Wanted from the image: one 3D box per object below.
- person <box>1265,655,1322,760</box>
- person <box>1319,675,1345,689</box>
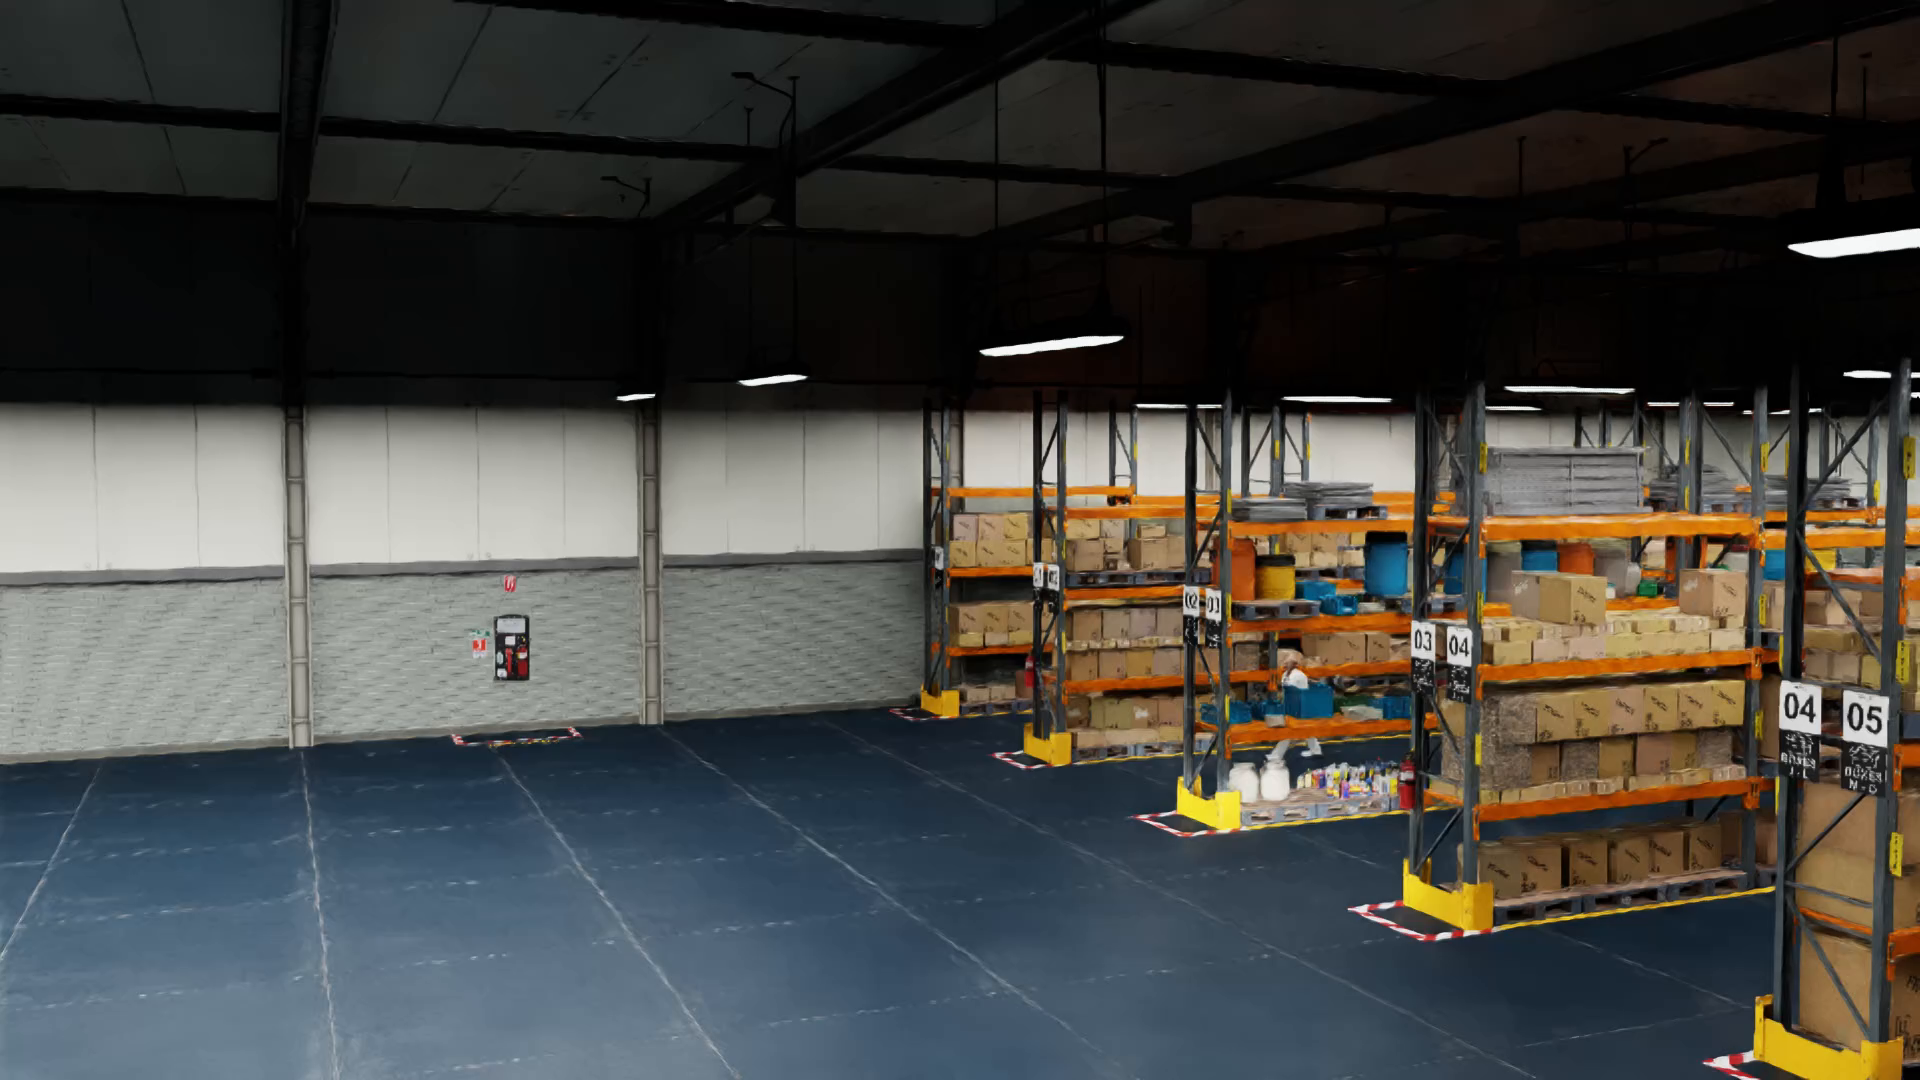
[{"bbox_3d":[5.395,2.708,26.986,1.194,1.698,0.591,-1,4,-20],"label":"person"},{"bbox_3d":[6.943,2.513,31.145,1.066,1.584,0.489,-2,4,-25],"label":"person"}]
